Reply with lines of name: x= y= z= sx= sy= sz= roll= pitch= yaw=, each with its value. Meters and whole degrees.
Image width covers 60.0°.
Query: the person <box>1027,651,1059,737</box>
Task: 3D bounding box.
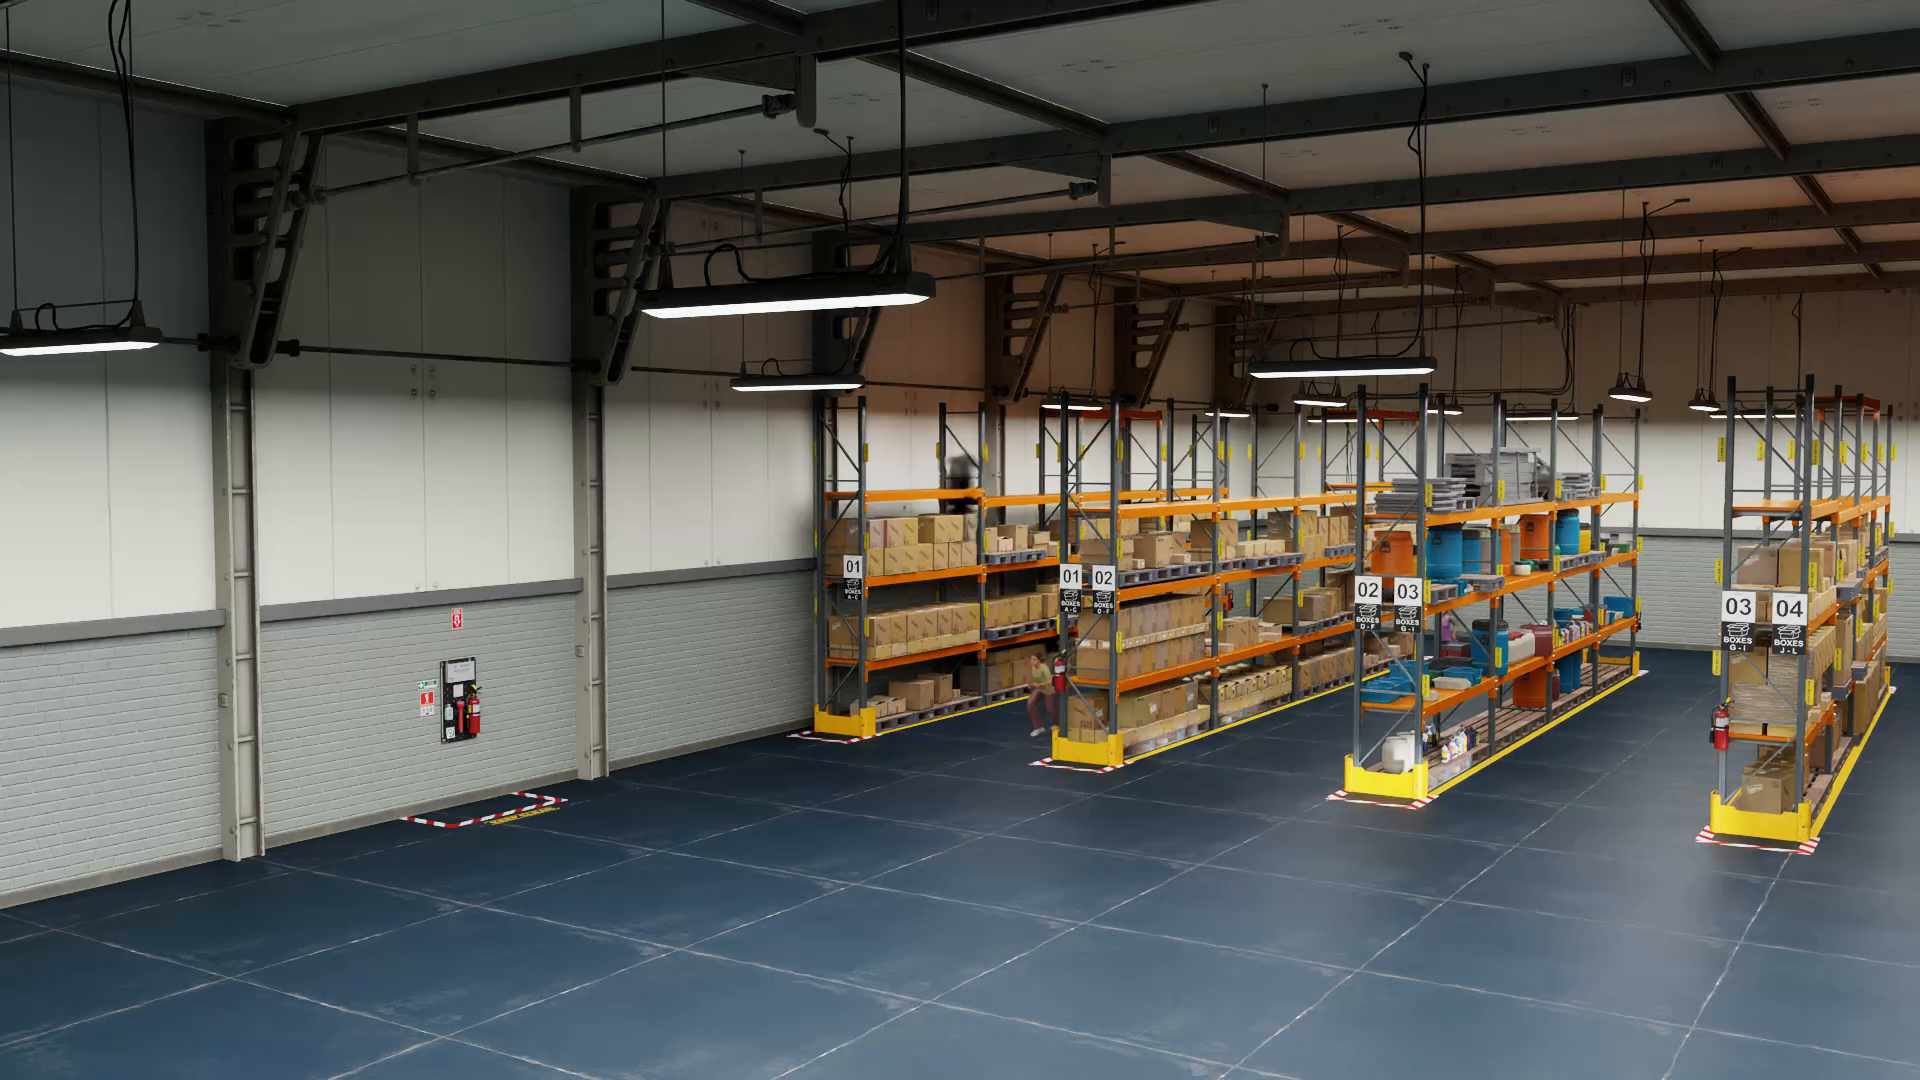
person: x=1.540 y=2.685 z=29.409 sx=0.581 sy=1.508 sz=1.045 roll=3 pitch=4 yaw=43

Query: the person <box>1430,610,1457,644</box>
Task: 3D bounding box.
person: x=10.708 y=2.250 z=36.855 sx=0.526 sy=1.626 sz=0.824 roll=2 pitch=4 yaw=33
